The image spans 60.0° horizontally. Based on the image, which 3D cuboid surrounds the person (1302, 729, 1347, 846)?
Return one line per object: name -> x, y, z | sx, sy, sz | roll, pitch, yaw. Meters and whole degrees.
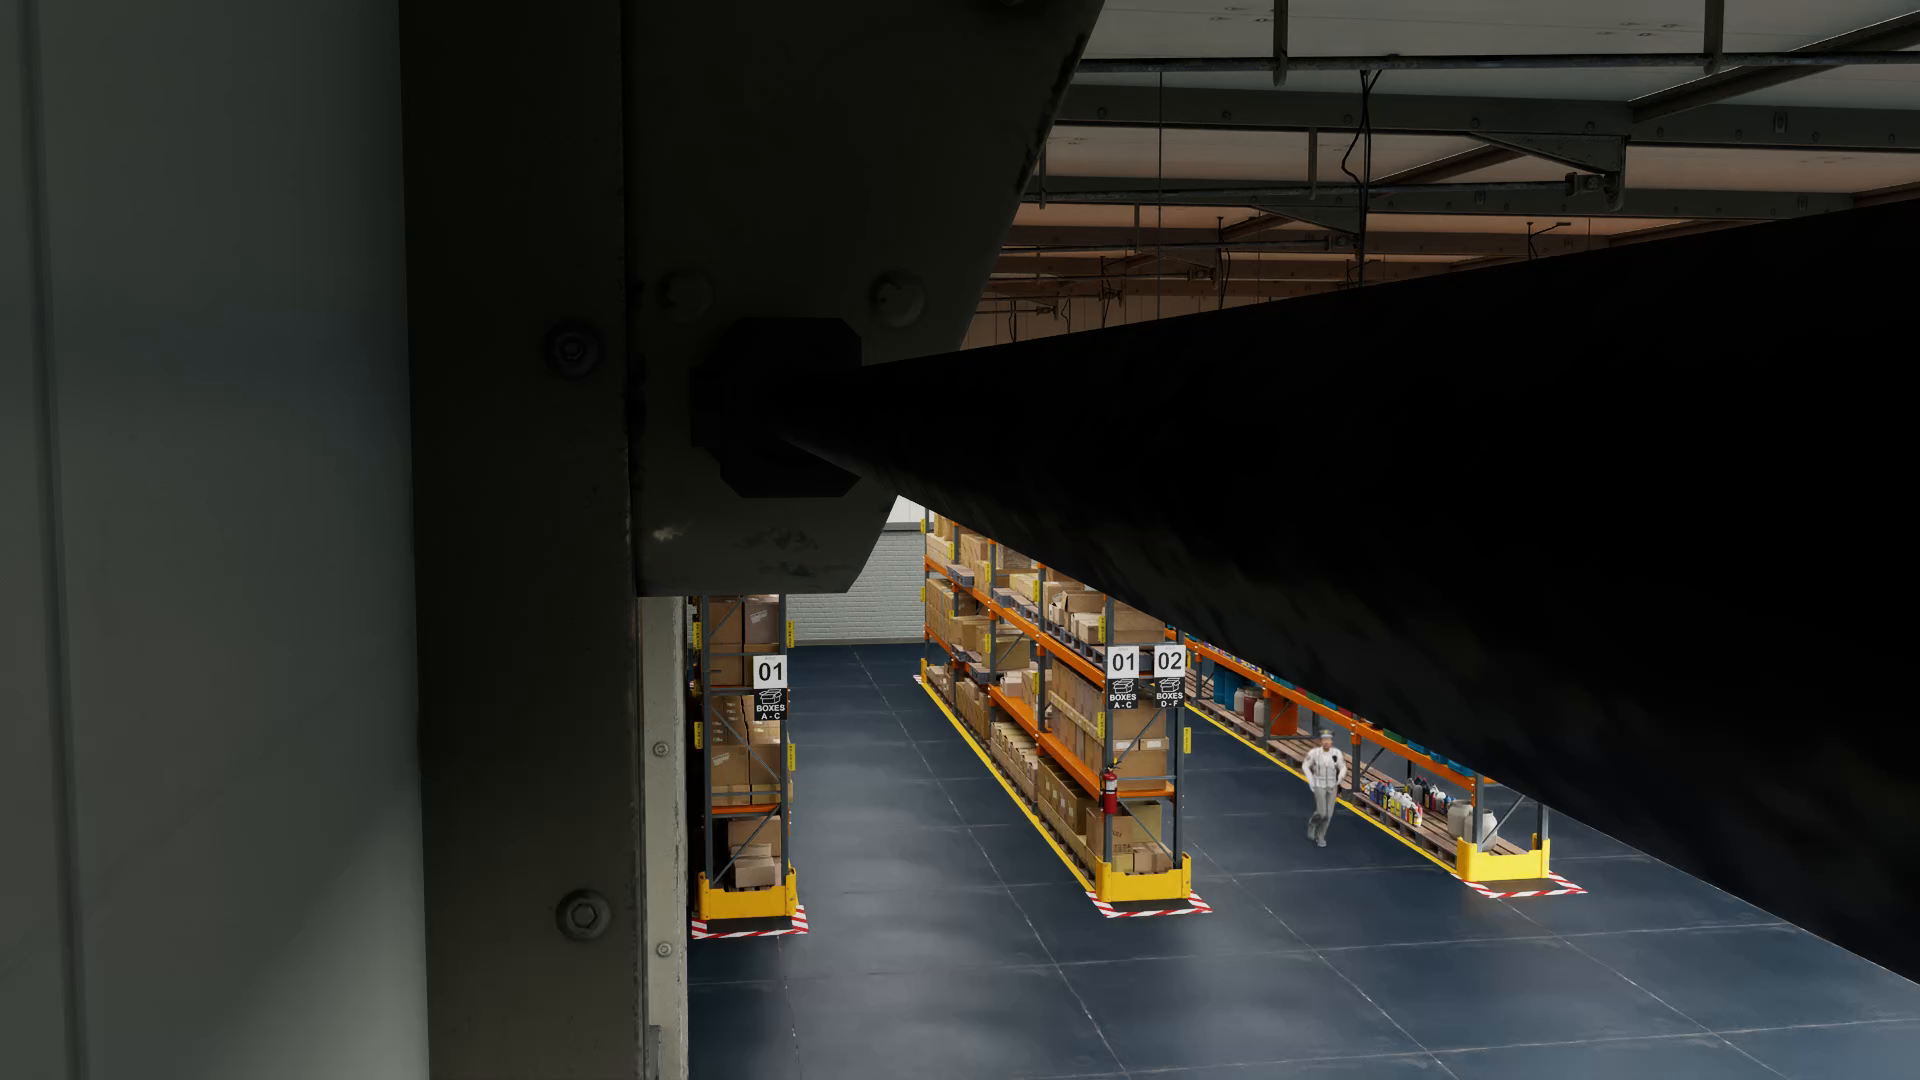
person -> 5.118, 3.460, 23.233 | 0.602, 1.665, 0.555 | 0, 5, 0
